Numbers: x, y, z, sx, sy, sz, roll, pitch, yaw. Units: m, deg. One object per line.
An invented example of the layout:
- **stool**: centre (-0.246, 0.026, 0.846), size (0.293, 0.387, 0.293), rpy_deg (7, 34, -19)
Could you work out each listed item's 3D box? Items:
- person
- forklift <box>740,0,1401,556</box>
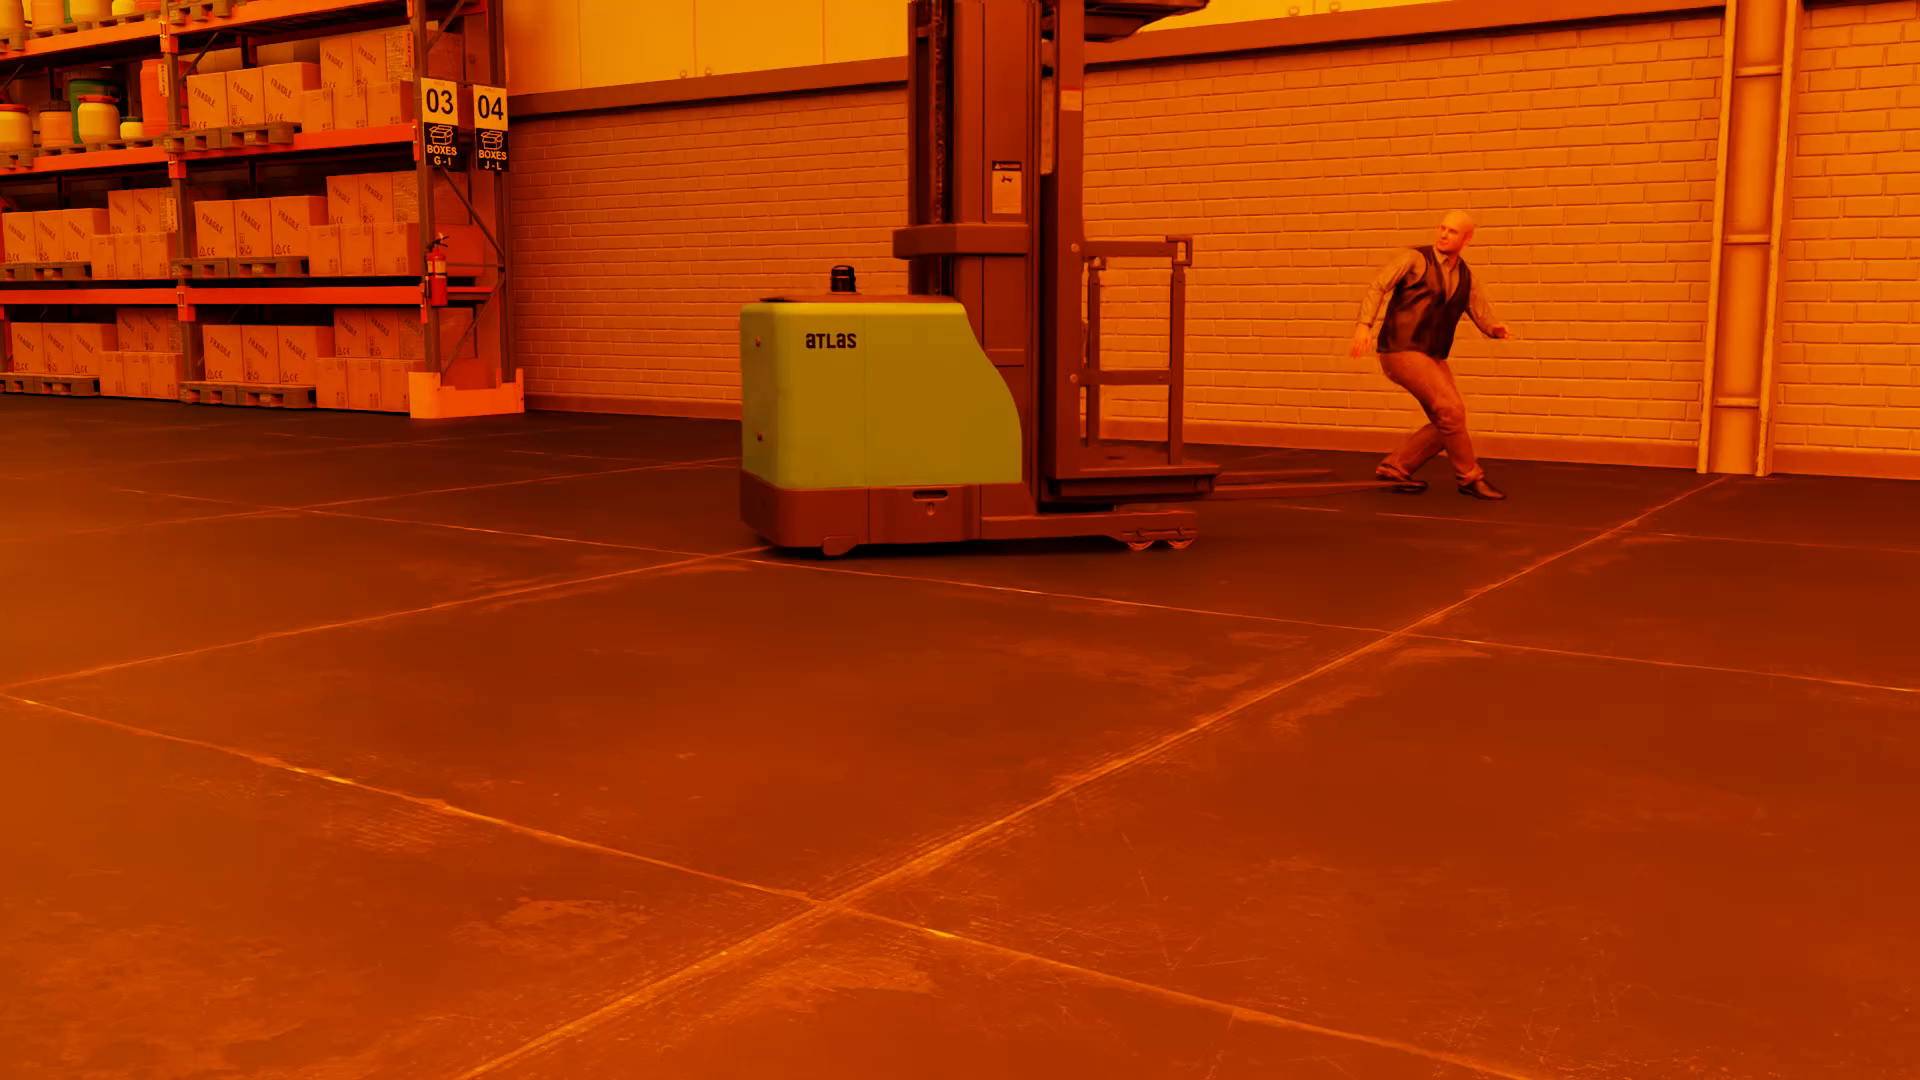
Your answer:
- **person**: centre (2.634, -1.014, 9.176), size (0.771, 1.590, 0.786), rpy_deg (-7, 11, -40)
- **forklift**: centre (0.551, -1.479, 7.591), size (3.031, 2.935, 1.130), rpy_deg (-2, 8, -17)
